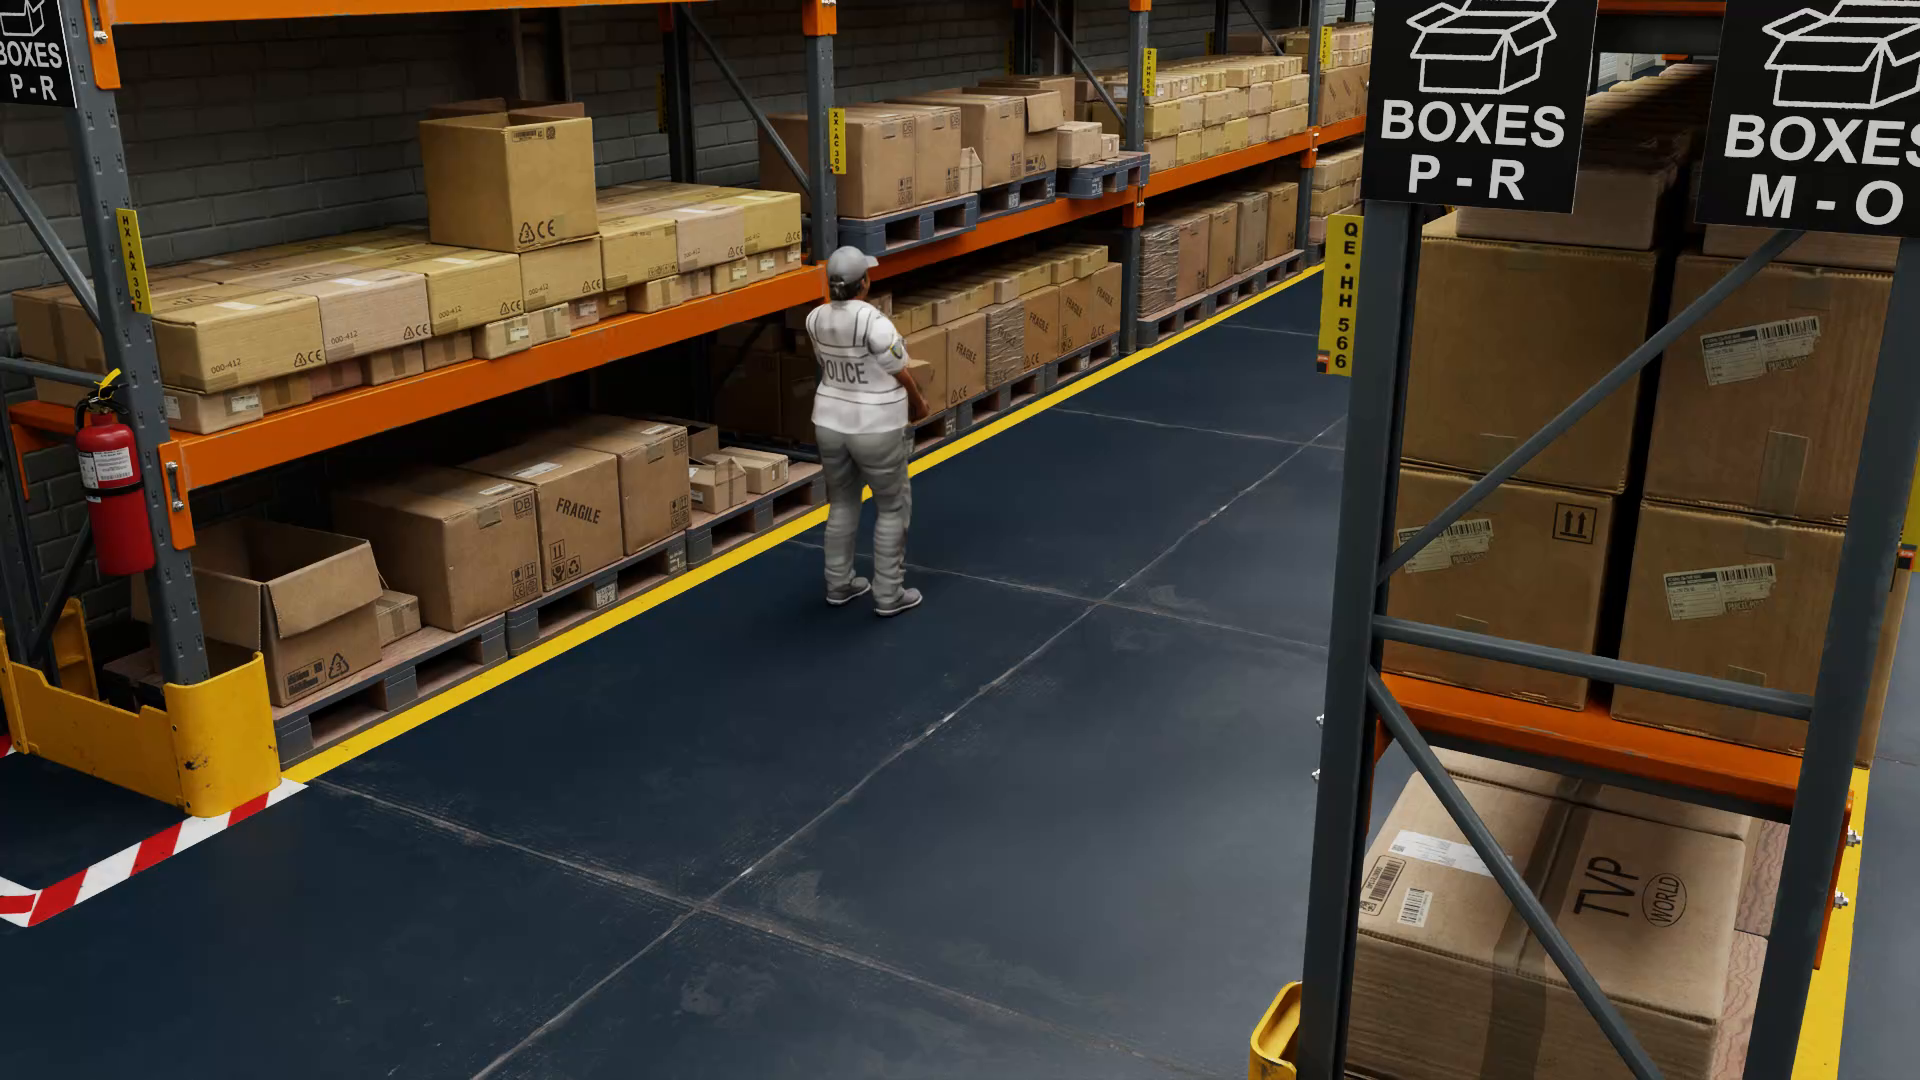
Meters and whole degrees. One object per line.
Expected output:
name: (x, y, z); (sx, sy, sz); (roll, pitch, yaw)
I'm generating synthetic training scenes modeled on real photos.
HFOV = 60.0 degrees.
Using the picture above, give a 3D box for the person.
person: (-0.402, -0.504, 7.484); (0.457, 1.662, 0.532); (13, 23, 32)
